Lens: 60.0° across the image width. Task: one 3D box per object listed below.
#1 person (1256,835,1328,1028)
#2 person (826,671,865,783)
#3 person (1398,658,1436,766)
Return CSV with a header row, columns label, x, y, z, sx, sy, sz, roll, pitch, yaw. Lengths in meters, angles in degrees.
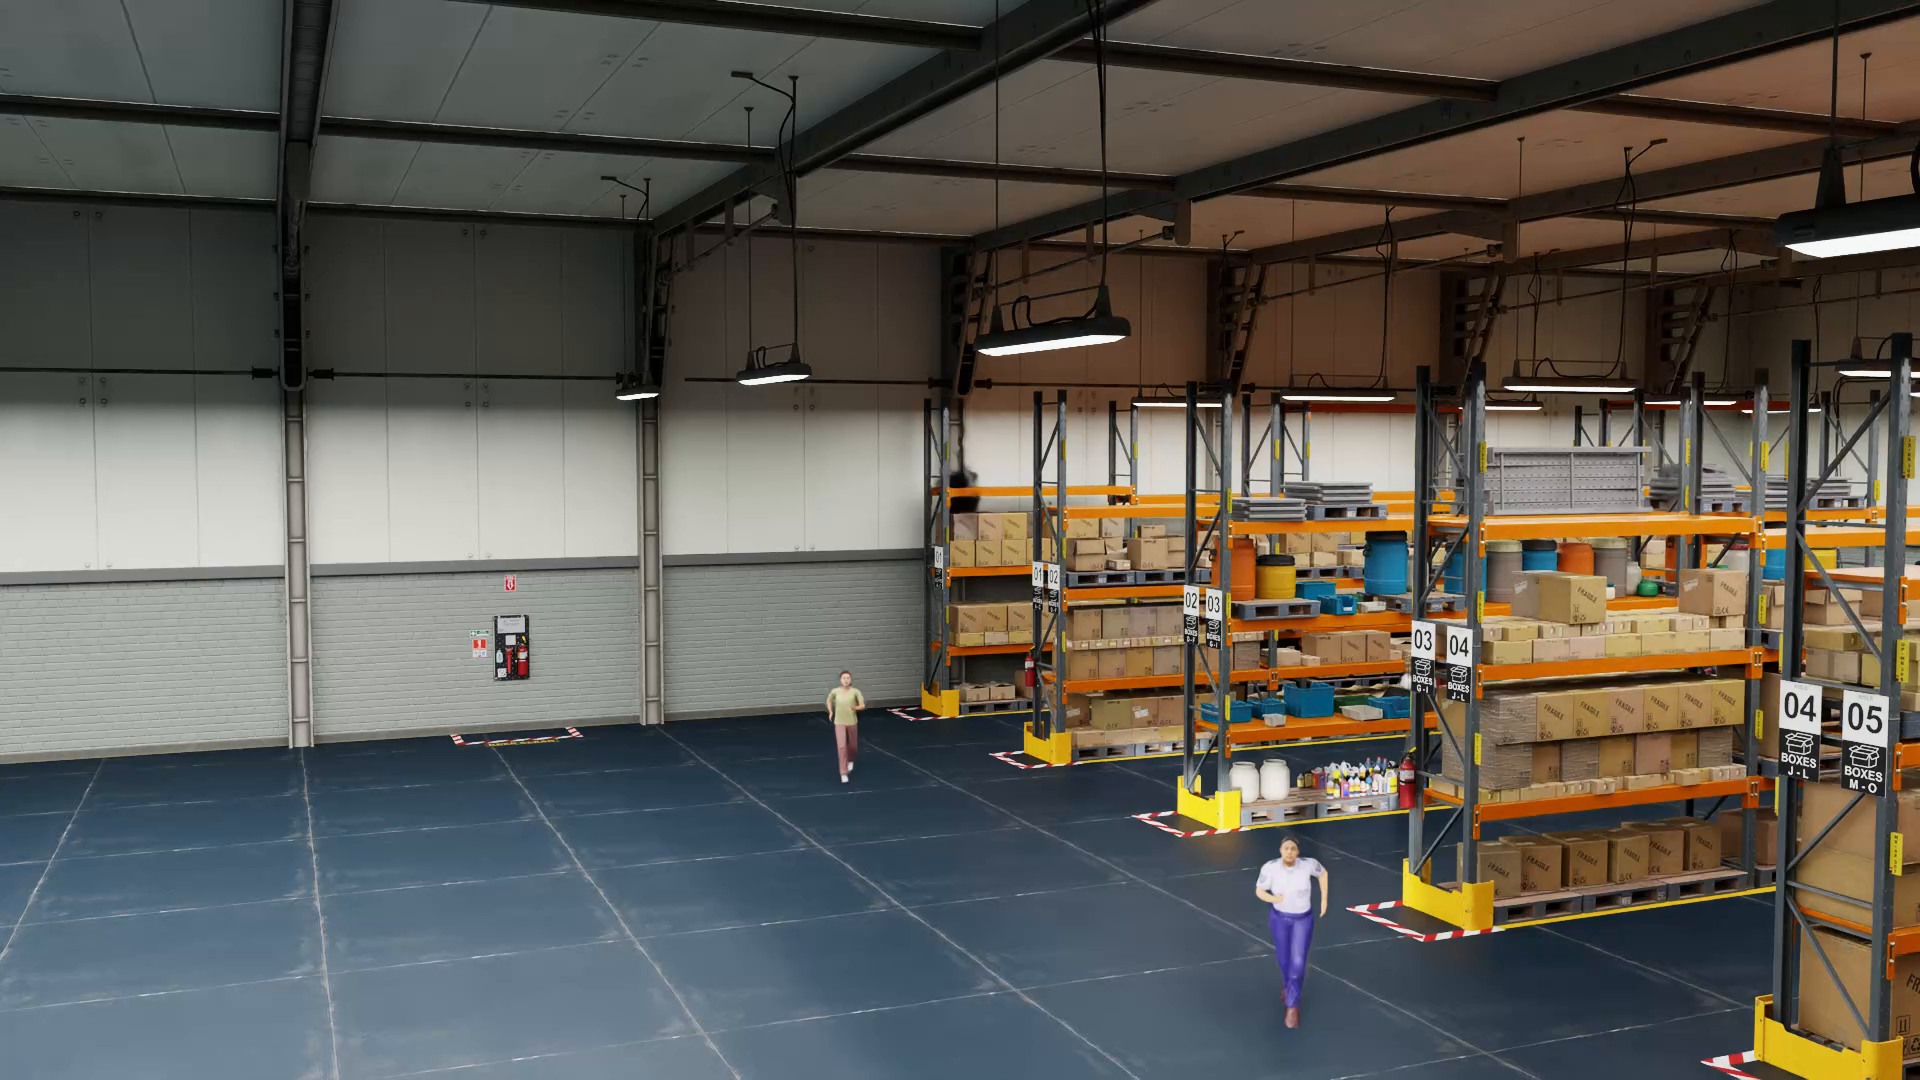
label,x,y,z,sx,sy,sz,roll,pitch,yaw
person,2.991,3.472,15.016,0.627,1.692,0.835,1,3,14
person,-1.742,2.818,25.425,0.581,1.646,0.958,0,3,-7
person,7.333,2.740,26.808,0.857,1.713,0.562,-2,4,-27
